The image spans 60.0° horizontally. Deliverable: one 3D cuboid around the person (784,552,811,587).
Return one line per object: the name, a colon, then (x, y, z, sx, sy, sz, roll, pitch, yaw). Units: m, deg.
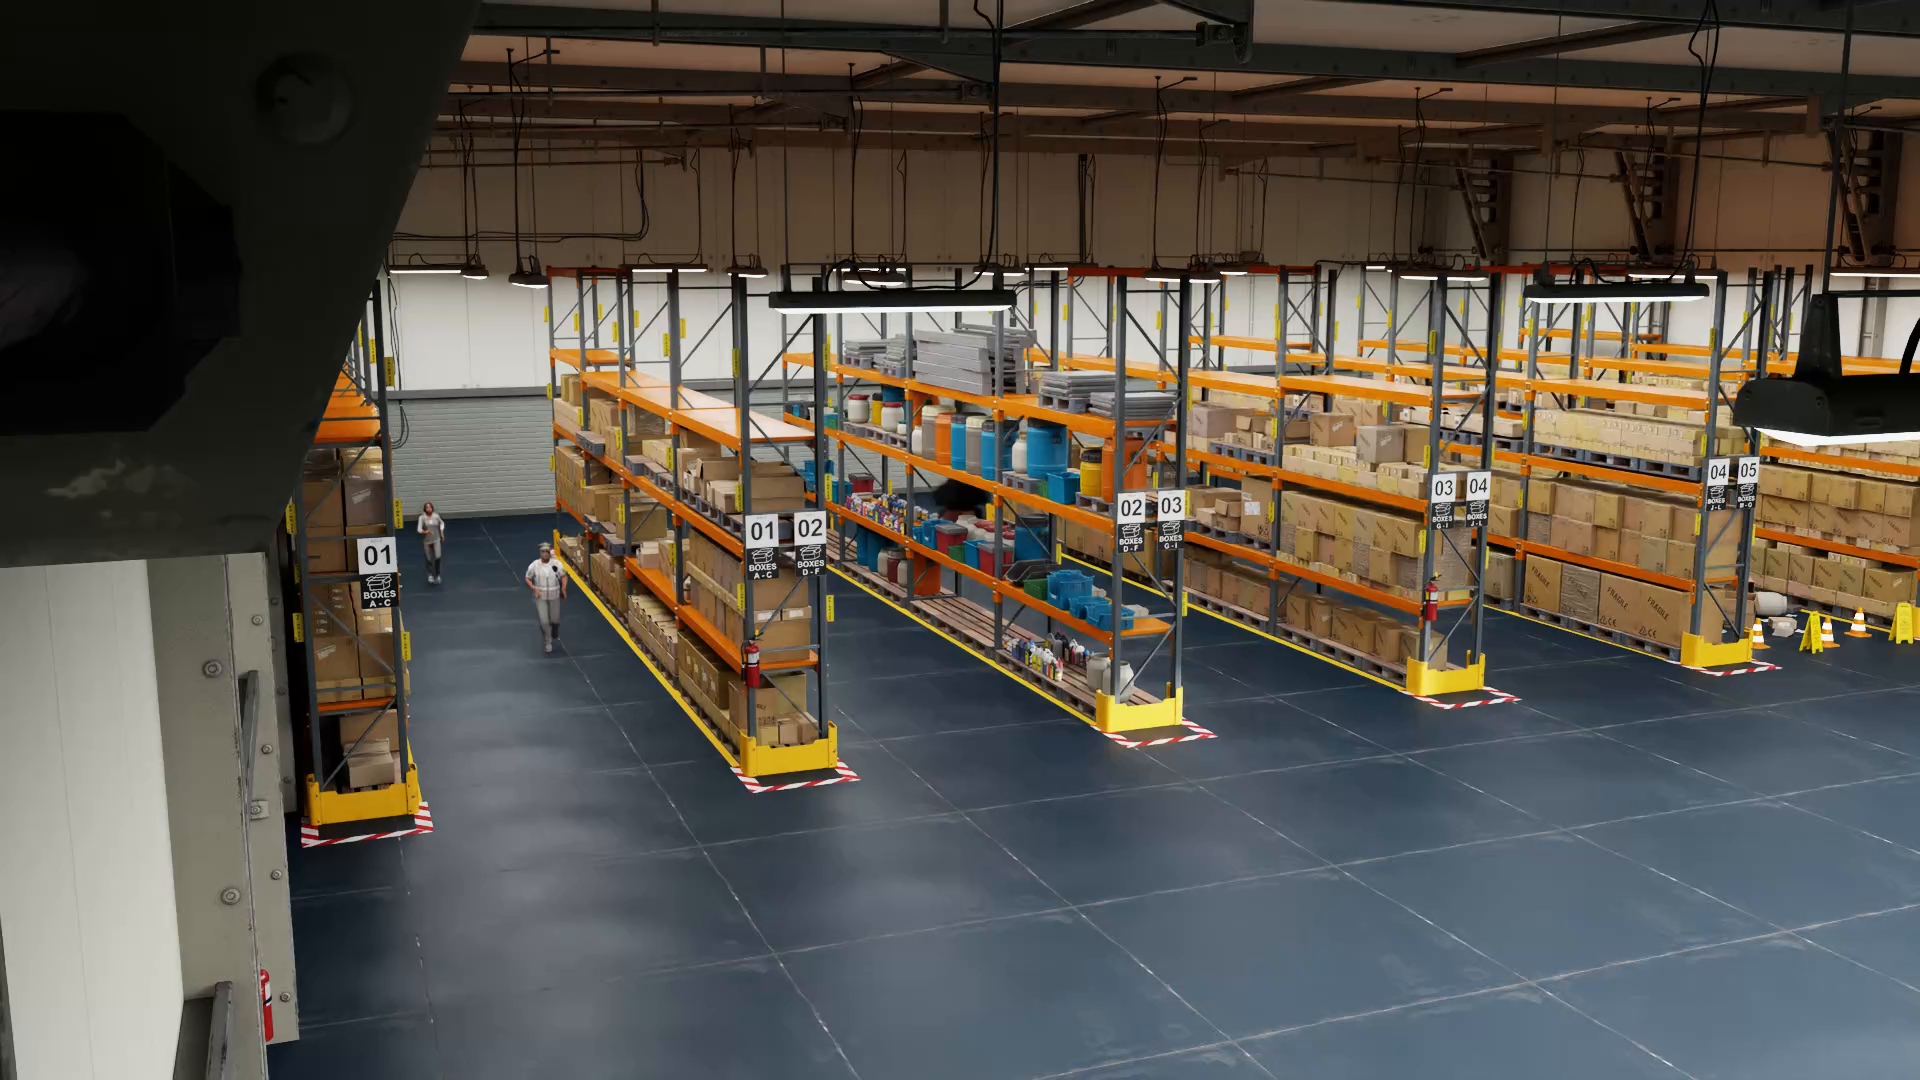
person: (-2.743, 0.351, 27.902, 0.667, 1.754, 0.583, -7, 12, -35)

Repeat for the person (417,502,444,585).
person: (-10.051, 0.112, 31.660, 0.508, 1.503, 0.662, -4, 11, -21)

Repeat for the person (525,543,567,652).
person: (-6.600, 0.891, 26.591, 0.665, 1.746, 0.603, -3, 10, -17)
